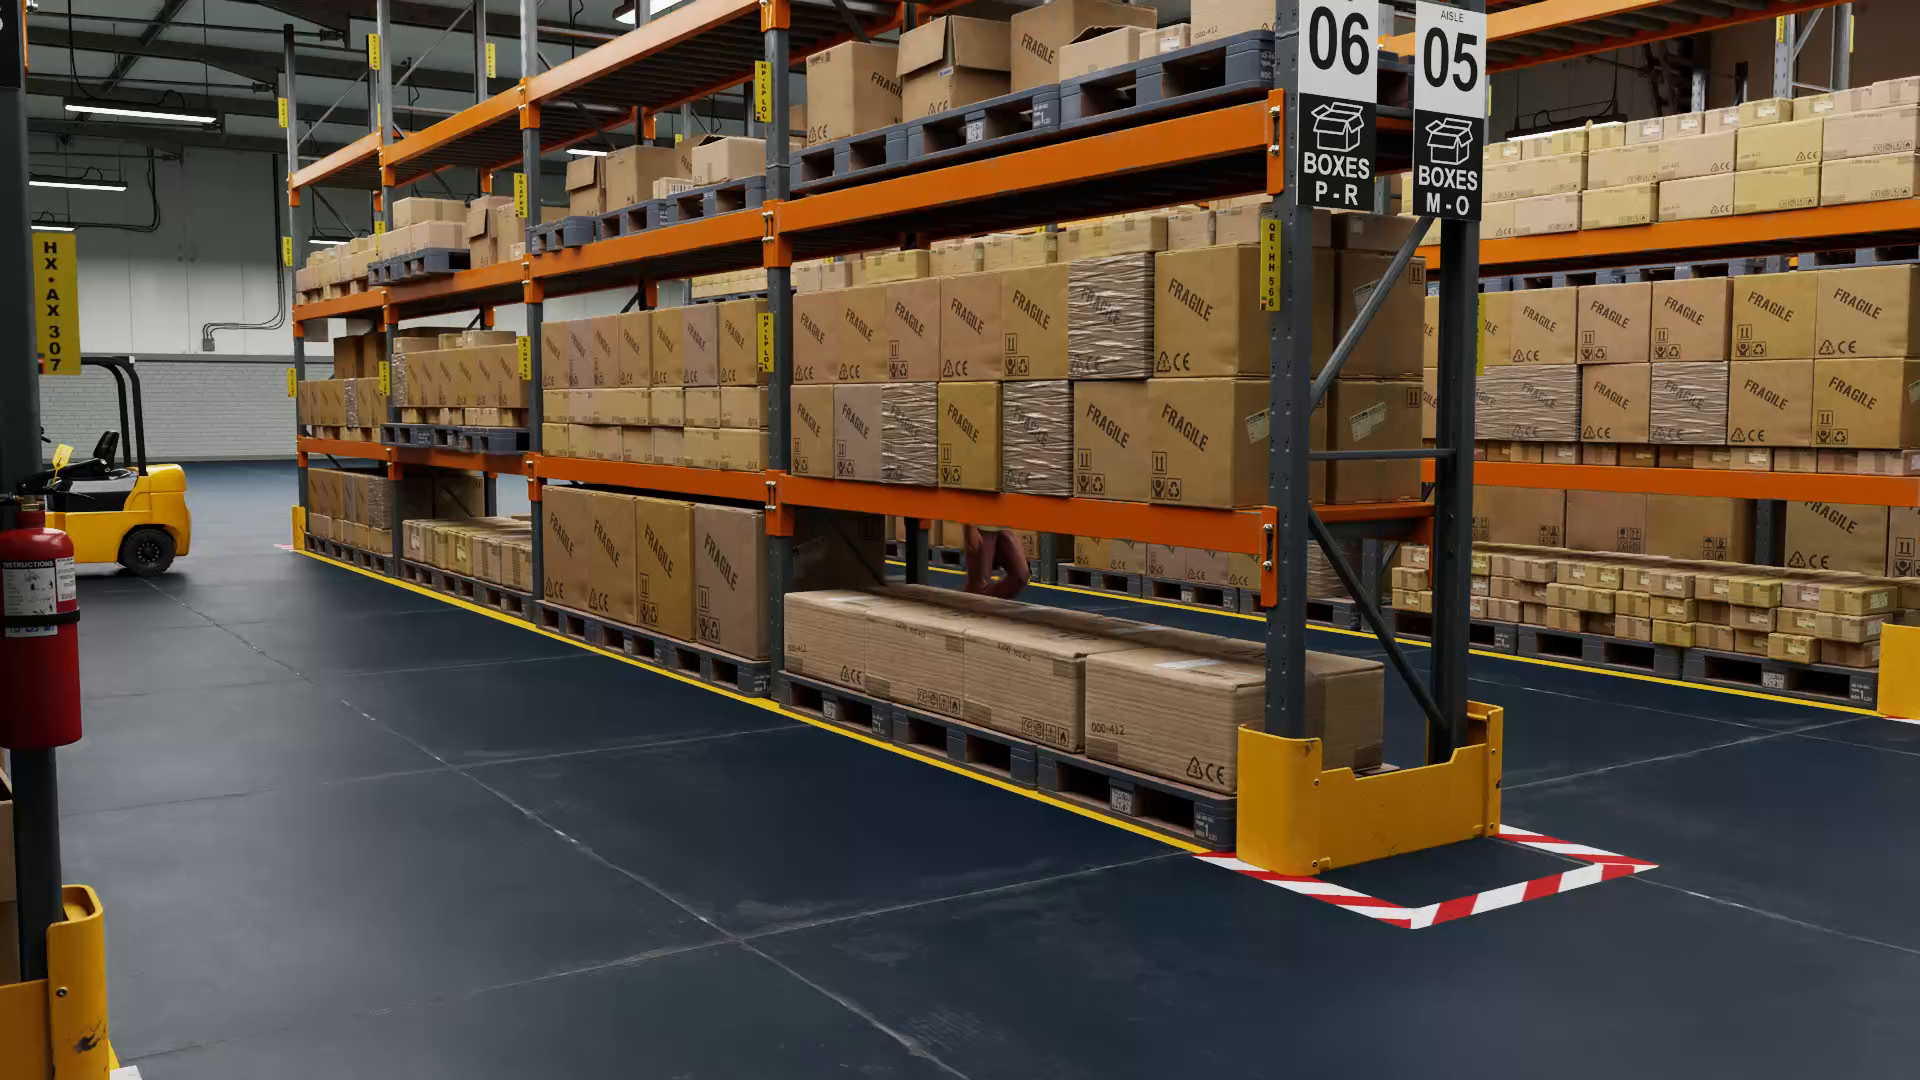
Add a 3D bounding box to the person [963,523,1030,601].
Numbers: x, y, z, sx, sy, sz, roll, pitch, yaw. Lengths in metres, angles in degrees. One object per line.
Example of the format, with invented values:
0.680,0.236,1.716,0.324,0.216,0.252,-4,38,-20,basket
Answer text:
0.186,-0.068,11.201,0.470,1.655,0.495,3,5,29,person
